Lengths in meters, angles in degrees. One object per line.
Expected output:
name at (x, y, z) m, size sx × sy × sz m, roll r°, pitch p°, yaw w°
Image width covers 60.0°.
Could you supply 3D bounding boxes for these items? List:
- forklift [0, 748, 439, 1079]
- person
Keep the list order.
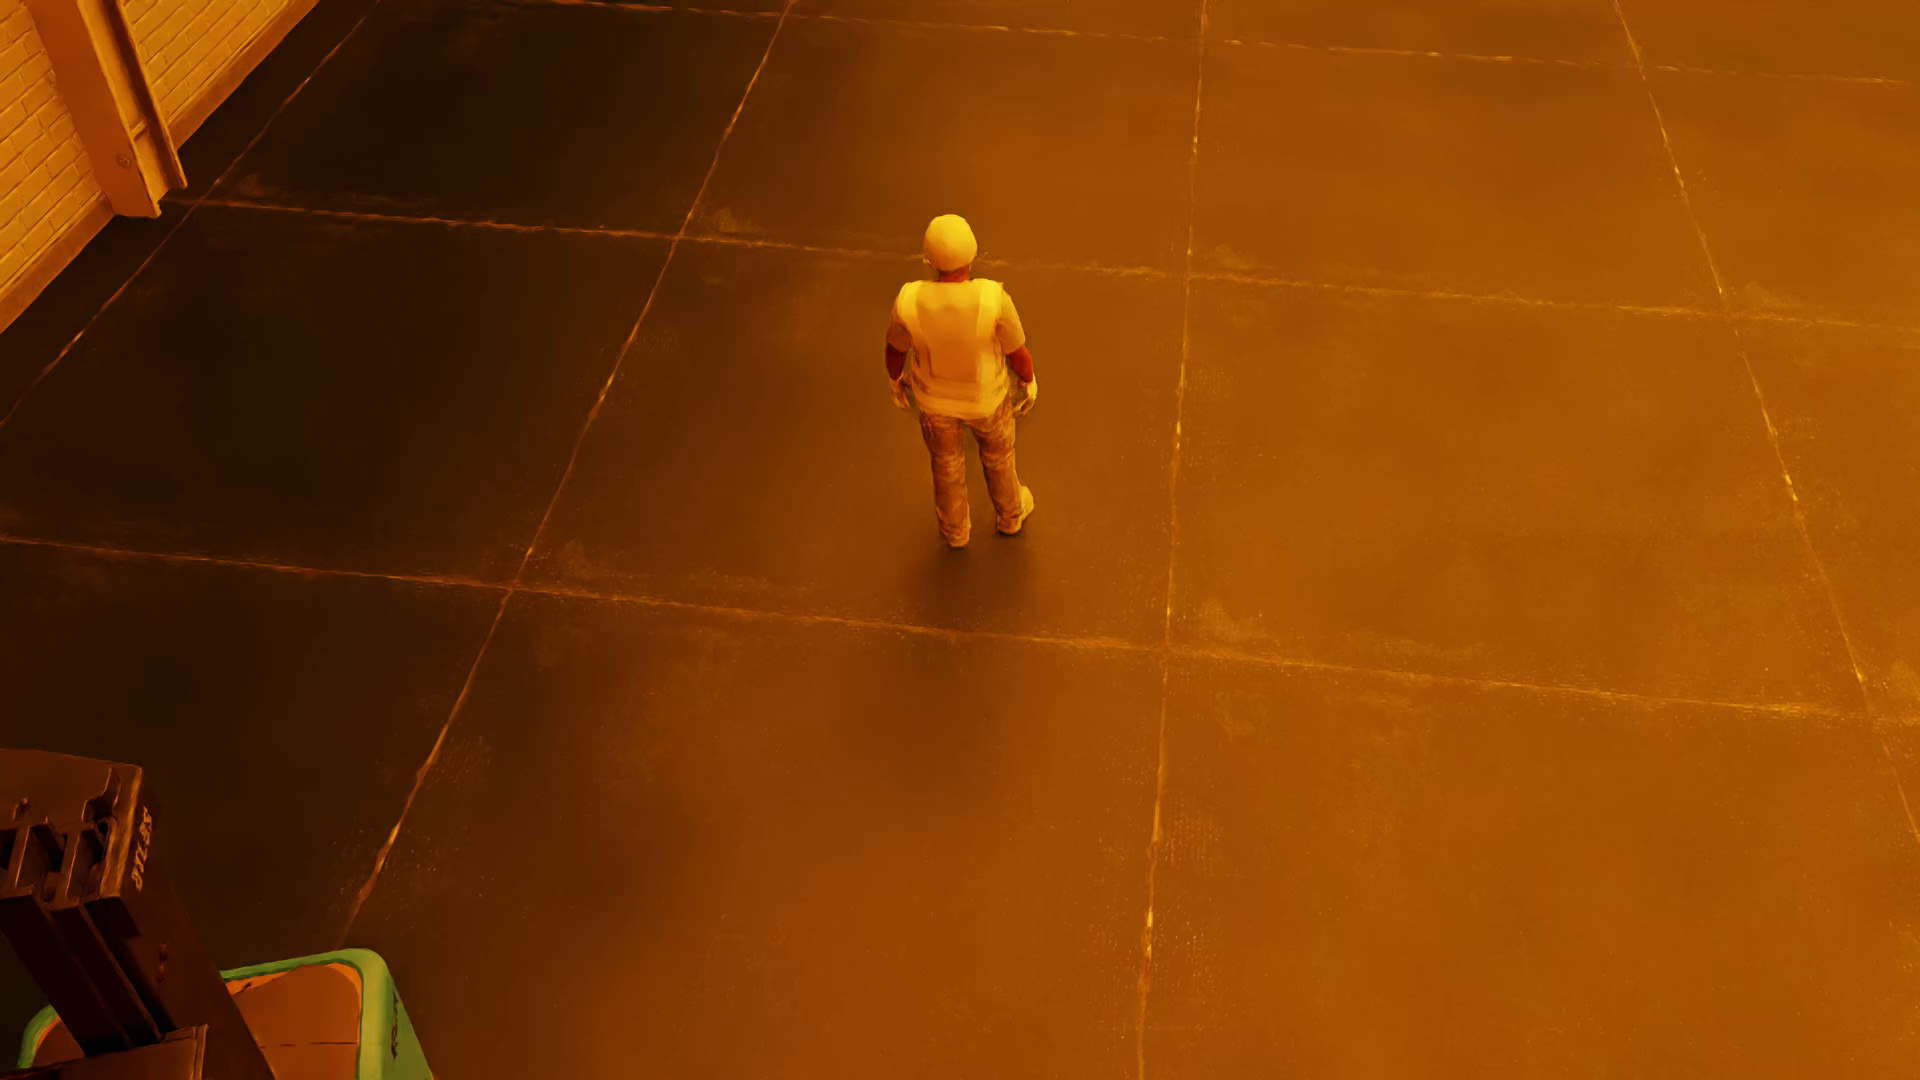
forklift at (-1.909, 1.968, 3.582) m, size 1.130 × 2.935 × 3.031 m, roll -8°, pitch 43°, yaw -9°
person at (0.017, -0.710, 7.335) m, size 0.655 × 1.782 × 0.576 m, roll 5°, pitch 43°, yaw 6°
